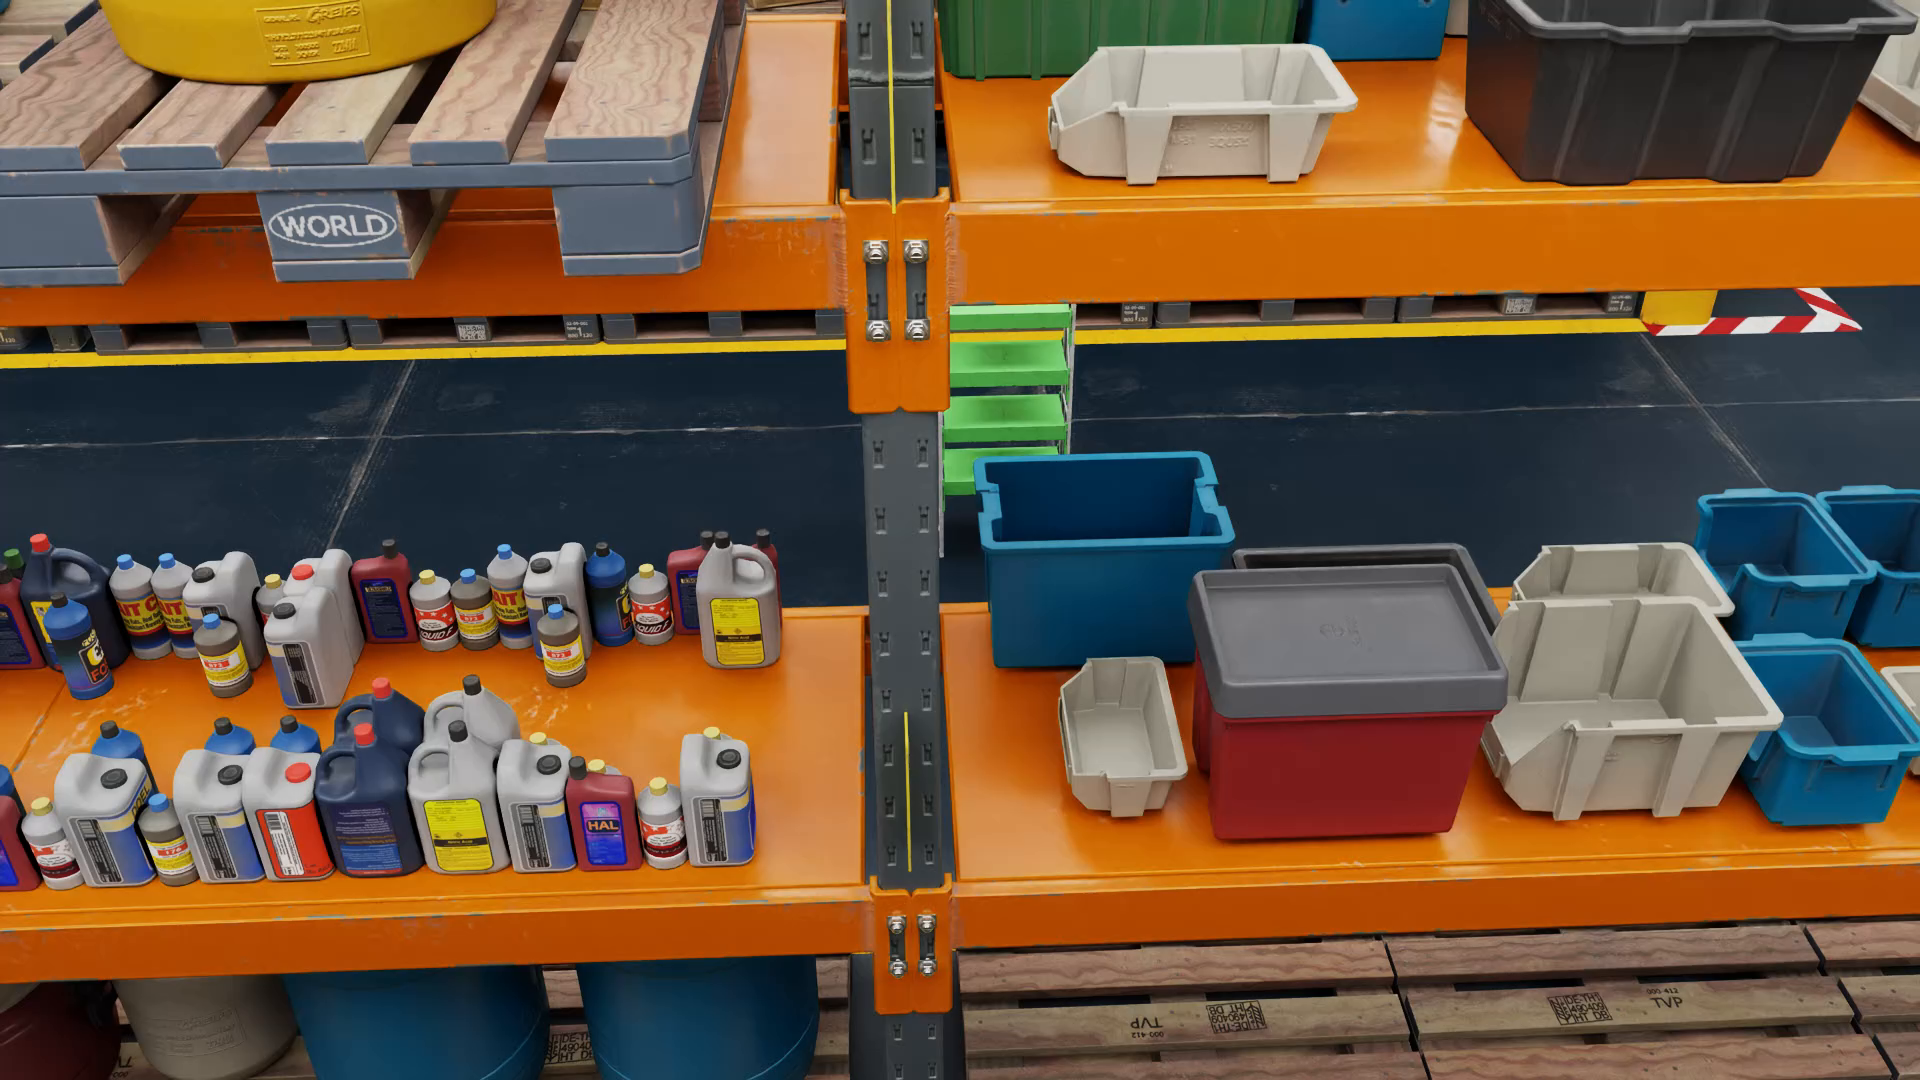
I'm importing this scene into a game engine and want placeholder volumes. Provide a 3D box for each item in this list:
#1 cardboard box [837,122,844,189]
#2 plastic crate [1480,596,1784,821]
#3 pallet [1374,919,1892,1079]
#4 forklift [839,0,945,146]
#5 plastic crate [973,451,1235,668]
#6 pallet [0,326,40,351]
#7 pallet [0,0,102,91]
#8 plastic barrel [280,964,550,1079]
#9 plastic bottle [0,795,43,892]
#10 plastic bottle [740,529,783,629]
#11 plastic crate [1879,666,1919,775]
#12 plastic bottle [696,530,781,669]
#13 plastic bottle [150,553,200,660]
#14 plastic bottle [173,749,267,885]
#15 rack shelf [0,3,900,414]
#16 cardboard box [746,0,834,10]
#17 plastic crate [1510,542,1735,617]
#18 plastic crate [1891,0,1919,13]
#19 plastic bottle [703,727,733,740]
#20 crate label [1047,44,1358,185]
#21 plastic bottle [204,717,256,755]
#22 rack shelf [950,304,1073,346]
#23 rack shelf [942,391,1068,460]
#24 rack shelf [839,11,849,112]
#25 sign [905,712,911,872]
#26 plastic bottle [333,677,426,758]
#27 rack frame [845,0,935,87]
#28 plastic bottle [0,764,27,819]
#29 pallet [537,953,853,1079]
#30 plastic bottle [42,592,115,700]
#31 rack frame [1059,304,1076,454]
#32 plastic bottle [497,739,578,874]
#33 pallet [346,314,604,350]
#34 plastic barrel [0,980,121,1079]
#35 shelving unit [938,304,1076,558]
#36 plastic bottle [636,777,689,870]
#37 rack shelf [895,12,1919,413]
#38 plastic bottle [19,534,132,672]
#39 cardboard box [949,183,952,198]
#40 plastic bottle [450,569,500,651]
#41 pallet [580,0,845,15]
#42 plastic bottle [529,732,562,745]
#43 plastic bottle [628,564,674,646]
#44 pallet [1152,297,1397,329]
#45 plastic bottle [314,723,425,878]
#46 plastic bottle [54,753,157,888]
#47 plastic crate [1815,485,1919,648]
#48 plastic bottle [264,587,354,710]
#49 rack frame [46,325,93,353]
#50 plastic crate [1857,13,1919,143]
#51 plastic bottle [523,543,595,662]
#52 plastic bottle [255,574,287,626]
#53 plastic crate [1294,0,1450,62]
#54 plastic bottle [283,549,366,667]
[{"bbox_3d":[-0.849,-1.810,8.540,0.500,0.500,0.500,-3,35,-4],"label":"cardboard box"},{"bbox_3d":[1.410,0.372,3.628,0.530,0.282,0.437,-2,35,-2],"label":"plastic crate"},{"bbox_3d":[1.831,1.354,4.608,1.213,0.211,1.003,-2,35,-2],"label":"pallet"},{"bbox_3d":[-0.394,-3.939,9.866,3.031,2.935,1.130,0,35,0],"label":"forklift"},{"bbox_3d":[0.327,0.060,3.989,0.575,0.384,0.392,-2,35,-2],"label":"plastic crate"},{"bbox_3d":[-5.174,-1.277,8.410,1.213,0.211,1.003,-2,35,-2],"label":"pallet"},{"bbox_3d":[-2.035,-0.763,2.746,1.213,0.211,1.003,-2,35,-2],"label":"pallet"},{"bbox_3d":[-1.375,0.998,4.146,0.708,0.901,0.600,-2,35,-2],"label":"plastic barrel"},{"bbox_3d":[-1.966,0.592,3.361,0.133,0.283,0.061,-2,35,-2],"label":"plastic bottle"},{"bbox_3d":[-0.510,0.099,4.073,0.133,0.283,0.061,-2,35,-2],"label":"plastic bottle"},{"bbox_3d":[2.204,0.425,3.680,0.250,0.136,0.298,-2,35,-2],"label":"plastic crate"},{"bbox_3d":[-0.531,0.131,3.969,0.185,0.351,0.144,-2,35,-2],"label":"plastic bottle"},{"bbox_3d":[-1.878,0.152,4.008,0.097,0.271,0.097,0,35,0],"label":"plastic bottle"},{"bbox_3d":[-1.505,0.557,3.419,0.135,0.276,0.152,-2,35,-2],"label":"plastic bottle"},{"bbox_3d":[-2.121,-0.600,2.977,4.000,0.370,1.077,-2,35,-2],"label":"rack shelf"},{"bbox_3d":[-0.838,-2.860,7.790,0.500,0.500,0.700,-13,37,-18],"label":"cardboard box"},{"bbox_3d":[1.602,0.150,4.076,0.466,0.136,0.293,-2,35,-2],"label":"plastic crate"},{"bbox_3d":[1.643,-1.124,3.207,0.530,0.282,0.437,-2,35,-2],"label":"plastic crate"},{"bbox_3d":[-0.526,0.490,3.581,0.097,0.201,0.097,0,35,0],"label":"plastic bottle"},{"bbox_3d":[0.379,-0.690,2.707,0.466,0.136,0.293,-2,35,-2],"label":"crate label"},{"bbox_3d":[-1.530,0.488,3.522,0.097,0.271,0.097,0,35,0],"label":"plastic bottle"},{"bbox_3d":[0.165,-0.840,6.178,0.480,0.148,0.258,-2,35,-2],"label":"rack shelf"},{"bbox_3d":[0.165,-0.445,6.451,0.480,0.148,0.258,-2,35,-2],"label":"rack shelf"},{"bbox_3d":[-2.352,-2.182,7.899,4.000,0.370,1.077,-2,35,-2],"label":"rack shelf"},{"bbox_3d":[-0.099,0.483,3.173,0.005,0.325,0.100,-2,35,-2],"label":"sign"},{"bbox_3d":[-1.218,0.438,3.524,0.185,0.351,0.144,-2,35,-2],"label":"plastic bottle"},{"bbox_3d":[-0.124,-2.183,1.996,0.127,3.000,1.000,-2,35,-2],"label":"rack frame"},{"bbox_3d":[-1.987,0.552,3.429,0.097,0.271,0.097,0,35,0],"label":"plastic bottle"},{"bbox_3d":[-0.896,1.428,4.501,1.213,0.211,1.003,-2,35,-2],"label":"pallet"},{"bbox_3d":[-2.065,0.239,3.882,0.097,0.271,0.097,0,35,0],"label":"plastic bottle"},{"bbox_3d":[0.409,-0.504,6.424,0.015,1.200,0.240,-2,35,-2],"label":"rack frame"},{"bbox_3d":[-0.867,0.539,3.444,0.135,0.276,0.152,-2,35,-2],"label":"plastic bottle"},{"bbox_3d":[-2.387,-1.307,8.453,1.213,0.211,1.003,-2,35,-2],"label":"pallet"},{"bbox_3d":[-2.503,1.157,4.192,0.708,0.588,0.600,-2,35,-2],"label":"plastic barrel"},{"bbox_3d":[0.165,-0.498,6.415,0.503,1.200,0.258,-2,35,-2],"label":"shelving unit"},{"bbox_3d":[-0.616,0.579,3.452,0.097,0.201,0.097,0,35,0],"label":"plastic bottle"},{"bbox_3d":[1.874,-0.707,3.133,4.000,0.370,1.077,-2,35,-2],"label":"rack shelf"},{"bbox_3d":[-2.115,0.139,3.957,0.185,0.351,0.144,-2,35,-2],"label":"plastic bottle"},{"bbox_3d":[0.201,-1.861,8.614,0.500,0.500,0.500,-2,35,-2],"label":"cardboard box"},{"bbox_3d":[-1.184,0.162,4.055,0.097,0.201,0.097,0,35,0],"label":"plastic bottle"},{"bbox_3d":[-1.158,-2.493,7.885,1.213,0.211,1.003,-2,35,-2],"label":"pallet"},{"bbox_3d":[-0.891,0.500,3.567,0.097,0.201,0.097,0,35,0],"label":"plastic bottle"},{"bbox_3d":[-0.758,0.150,4.072,0.097,0.201,0.097,0,35,0],"label":"plastic bottle"},{"bbox_3d":[1.553,-1.437,8.642,1.213,0.211,1.003,-2,35,-2],"label":"pallet"},{"bbox_3d":[-1.211,0.520,3.406,0.185,0.351,0.144,-2,35,-2],"label":"plastic bottle"},{"bbox_3d":[-1.737,0.563,3.410,0.135,0.276,0.152,-2,35,-2],"label":"plastic bottle"},{"bbox_3d":[2.295,0.075,4.099,0.300,0.233,0.416,-2,35,-2],"label":"plastic crate"},{"bbox_3d":[-1.522,0.242,3.873,0.135,0.276,0.152,-2,35,-2],"label":"plastic bottle"},{"bbox_3d":[-4.350,-2.424,7.617,0.127,3.000,1.000,-2,35,-2],"label":"rack frame"},{"bbox_3d":[1.820,-0.752,2.797,0.530,0.136,0.437,-2,35,-2],"label":"plastic crate"},{"bbox_3d":[-0.969,0.141,4.020,0.135,0.276,0.152,-2,35,-2],"label":"plastic bottle"},{"bbox_3d":[-1.646,0.174,4.037,0.097,0.201,0.097,0,35,0],"label":"plastic bottle"},{"bbox_3d":[0.771,-1.086,3.195,0.300,0.233,0.416,-2,35,-2],"label":"plastic crate"},{"bbox_3d":[-1.529,0.156,3.998,0.135,0.276,0.152,-2,35,-2],"label":"plastic bottle"}]
